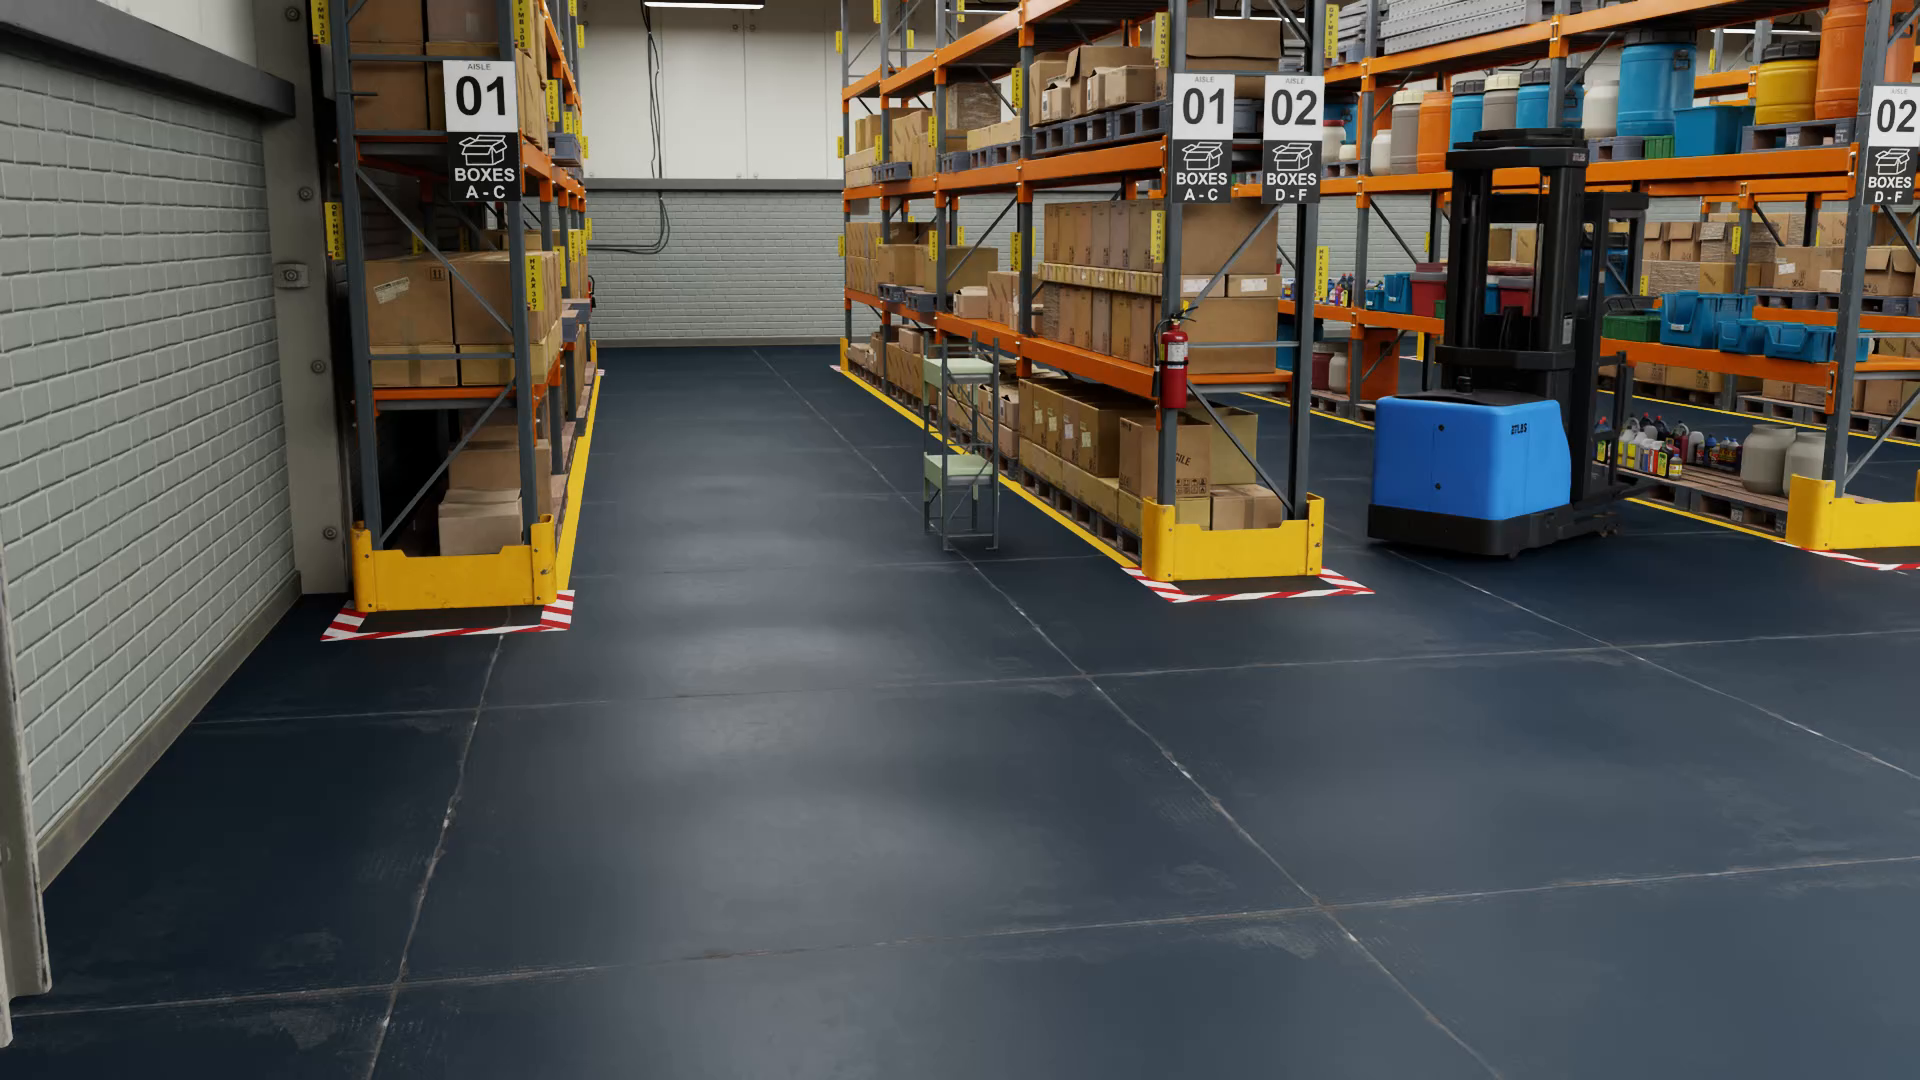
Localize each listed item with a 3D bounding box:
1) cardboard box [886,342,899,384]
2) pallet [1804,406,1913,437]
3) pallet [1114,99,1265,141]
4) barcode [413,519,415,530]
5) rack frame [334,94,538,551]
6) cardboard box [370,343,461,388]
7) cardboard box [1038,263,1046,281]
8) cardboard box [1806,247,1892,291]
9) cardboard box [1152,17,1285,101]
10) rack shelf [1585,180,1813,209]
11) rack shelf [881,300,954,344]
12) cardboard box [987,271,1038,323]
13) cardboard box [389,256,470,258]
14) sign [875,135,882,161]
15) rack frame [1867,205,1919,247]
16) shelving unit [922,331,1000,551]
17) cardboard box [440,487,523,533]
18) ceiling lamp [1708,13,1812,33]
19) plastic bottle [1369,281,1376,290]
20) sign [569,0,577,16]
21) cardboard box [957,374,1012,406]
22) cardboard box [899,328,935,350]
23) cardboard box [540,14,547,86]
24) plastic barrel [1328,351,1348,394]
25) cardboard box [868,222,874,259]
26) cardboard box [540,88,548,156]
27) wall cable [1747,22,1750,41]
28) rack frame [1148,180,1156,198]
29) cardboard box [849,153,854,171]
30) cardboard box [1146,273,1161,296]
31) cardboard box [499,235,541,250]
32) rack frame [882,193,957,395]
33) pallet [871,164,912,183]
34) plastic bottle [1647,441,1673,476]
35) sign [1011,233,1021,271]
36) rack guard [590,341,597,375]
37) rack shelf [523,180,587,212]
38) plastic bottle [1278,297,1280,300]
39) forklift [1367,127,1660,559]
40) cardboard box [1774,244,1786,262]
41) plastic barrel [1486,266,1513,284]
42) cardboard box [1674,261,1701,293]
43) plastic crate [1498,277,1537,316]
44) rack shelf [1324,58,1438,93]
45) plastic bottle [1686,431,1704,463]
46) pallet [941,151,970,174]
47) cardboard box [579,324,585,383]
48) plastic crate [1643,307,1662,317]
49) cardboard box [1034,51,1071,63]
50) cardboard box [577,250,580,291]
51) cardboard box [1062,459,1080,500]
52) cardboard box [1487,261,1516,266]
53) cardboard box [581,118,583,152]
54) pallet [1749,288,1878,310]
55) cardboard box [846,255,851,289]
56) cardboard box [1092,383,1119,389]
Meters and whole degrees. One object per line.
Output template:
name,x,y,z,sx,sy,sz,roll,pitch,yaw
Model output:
cardboard box,-0.681,-2.351,22.034,0.500,0.500,0.500,-3,11,-14
pallet,10.344,-1.350,18.723,1.003,0.211,1.213,-2,11,-11
pallet,1.685,-2.820,11.205,1.003,0.211,1.213,-2,11,-11
barcode,-3.503,-0.097,10.675,0.001,0.075,0.075,-2,11,-11
rack frame,-3.061,-1.079,9.841,1.000,3.000,0.127,-2,11,-11
cardboard box,-3.342,-1.093,10.266,0.500,0.250,0.500,-2,11,-10
cardboard box,0.882,-2.304,14.279,0.380,0.149,0.250,-2,11,-11
cardboard box,10.310,-3.145,19.309,0.700,0.500,0.500,0,11,-3
cardboard box,1.690,-3.164,11.003,0.797,0.503,0.637,-1,11,-7
rack shelf,9.570,-4.573,22.103,1.077,0.370,4.000,-2,11,-11
rack shelf,-0.147,-2.740,20.494,1.077,0.370,4.000,-2,11,-11
cardboard box,0.584,-2.469,16.877,0.500,0.500,0.500,-3,11,-14
cardboard box,-3.554,-1.649,11.181,0.500,0.500,0.500,-2,11,-13
sign,-1.067,-5.167,21.914,0.100,0.325,0.005,-2,11,-11
rack frame,14.066,-3.982,25.093,1.000,3.000,0.127,-2,11,-11
shelving unit,0.001,-0.736,12.050,0.431,1.500,0.755,-2,11,-11
cardboard box,-3.218,-0.209,11.284,0.500,0.311,0.500,-1,11,-6
ceiling lamp,15.224,-11.133,31.007,2.000,3.185,0.800,-2,11,-11
plastic bottle,5.177,-3.108,20.847,0.097,0.271,0.097,0,11,0
sign,-4.865,-6.746,20.863,0.100,0.325,0.005,-2,11,-11
cardboard box,0.263,-1.561,17.108,0.500,0.311,0.500,-2,11,-13
cardboard box,-0.487,-2.536,21.000,0.500,0.250,0.500,-2,11,-11
cardboard box,-3.358,-3.653,12.350,0.500,0.500,0.500,-2,11,-8
plastic barrel,4.792,-2.080,20.631,0.421,0.512,0.421,0,11,0
cardboard box,-0.991,-4.178,23.182,0.500,0.500,0.500,-2,11,-12
cardboard box,-3.498,-3.261,12.962,0.500,0.500,0.500,-2,11,-9
wall cable,15.224,-11.784,33.998,2.355,3.000,0.029,-2,11,-11
rack frame,3.545,-4.373,27.151,1.000,3.000,0.127,-2,11,-11
cardboard box,-1.380,-5.644,24.867,0.500,0.250,0.500,-2,11,-11
cardboard box,1.484,-1.738,11.305,0.380,0.149,0.250,-2,11,-10
cardboard box,-4.443,-3.009,16.805,0.380,0.149,0.250,-4,12,-21
rack frame,-0.536,-3.460,22.354,1.000,3.000,0.127,-2,11,-11
pallet,-0.478,-4.719,21.449,1.213,0.211,1.003,-2,11,-11
plastic bottle,5.848,-0.685,13.881,0.152,0.276,0.135,-2,11,-11
sign,0.489,-2.501,14.431,0.100,0.325,0.005,-2,11,-11
rack guard,-6.177,-2.789,25.515,1.175,0.500,0.348,-2,11,-11
rack shelf,-5.784,-4.766,23.118,1.077,0.370,4.000,-2,11,-11
plastic bottle,4.215,-3.251,21.787,0.097,0.201,0.097,0,11,0
forklift,4.329,-1.524,12.363,3.031,2.935,1.130,-10,15,-44
cardboard box,13.422,-4.537,26.950,0.500,0.500,0.500,-2,11,-12
plastic barrel,5.681,-2.637,17.663,0.433,0.535,0.433,0,11,0
cardboard box,9.529,-3.308,21.289,0.500,0.500,0.500,-2,11,-12
plastic crate,5.485,-2.282,15.990,0.402,0.464,0.583,-2,11,-11
rack shelf,4.712,-5.670,20.913,1.077,0.370,4.000,-2,11,-11
plastic bottle,6.415,-0.819,14.583,0.152,0.276,0.135,-2,11,-10
pallet,0.461,-3.986,17.600,1.213,0.211,1.003,-2,11,-8
cardboard box,-5.141,-2.315,20.964,0.750,0.750,0.750,-2,11,-10
plastic crate,6.361,-1.906,14.587,0.499,0.251,0.616,-2,11,-11
cardboard box,0.938,-4.082,14.871,0.500,0.500,0.500,-2,11,-10
cardboard box,-4.949,-3.316,20.479,0.500,0.500,0.500,-2,11,-11
cardboard box,1.100,-0.477,12.912,0.500,0.250,0.500,-2,11,-11
cardboard box,8.540,-4.245,26.083,0.500,0.250,0.500,-2,11,-12
cardboard box,-5.763,-5.912,24.220,0.500,0.500,0.500,-2,11,-11
pallet,10.203,-2.865,19.740,1.213,0.211,1.003,-2,11,-11
cardboard box,-1.487,-4.152,25.721,0.500,0.500,0.500,-2,11,-10
cardboard box,1.410,-1.048,13.904,0.500,0.500,0.500,-2,11,-11
